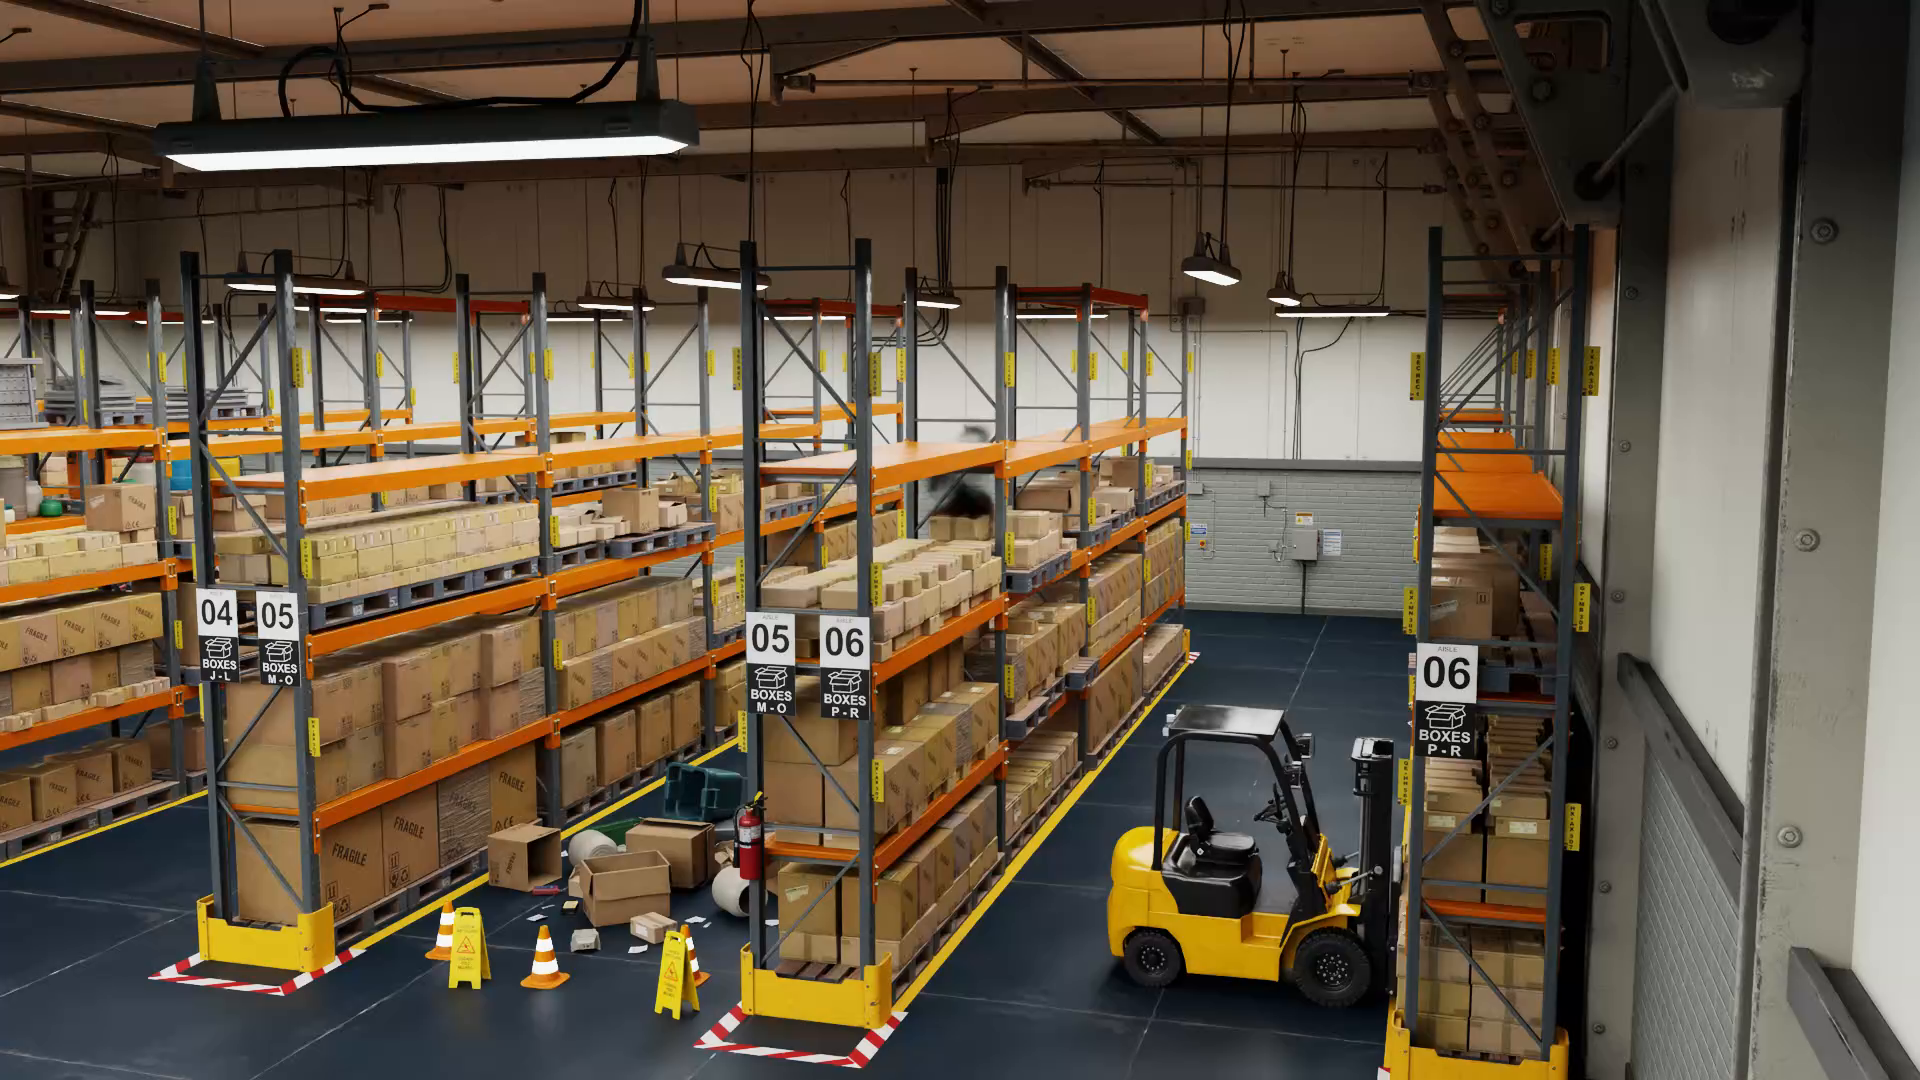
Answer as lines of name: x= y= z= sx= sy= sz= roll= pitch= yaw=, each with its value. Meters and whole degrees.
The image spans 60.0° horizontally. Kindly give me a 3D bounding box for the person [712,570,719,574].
person: x=-3.921 y=1.341 z=27.035 sx=0.573 sy=1.736 sz=0.746 roll=2 pitch=7 yaw=19
